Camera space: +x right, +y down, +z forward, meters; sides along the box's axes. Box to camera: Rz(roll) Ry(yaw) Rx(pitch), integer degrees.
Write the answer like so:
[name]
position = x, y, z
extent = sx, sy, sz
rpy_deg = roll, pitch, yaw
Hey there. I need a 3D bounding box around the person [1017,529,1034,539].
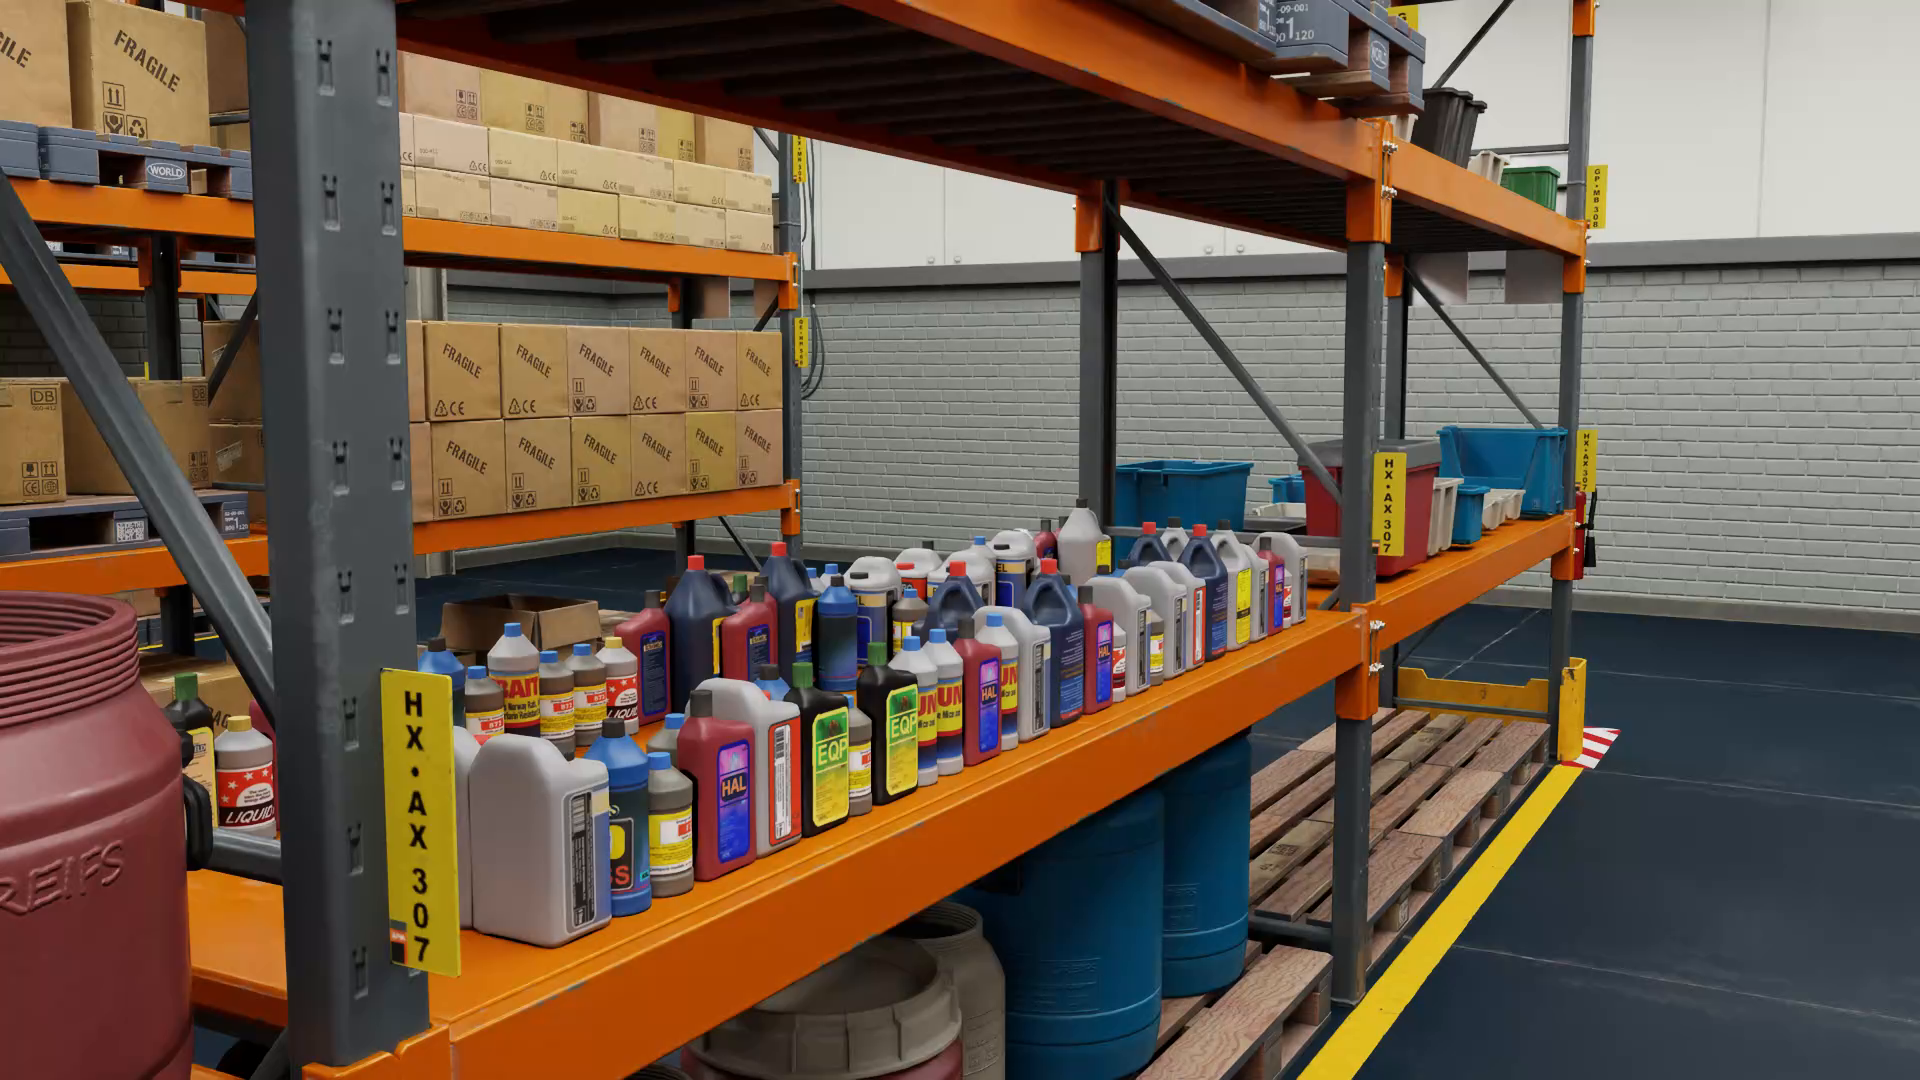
[person]
position = 0.129, 0.419, 11.226
extent = 0.886, 1.010, 0.520
rpy_deg = 3, 7, 28
